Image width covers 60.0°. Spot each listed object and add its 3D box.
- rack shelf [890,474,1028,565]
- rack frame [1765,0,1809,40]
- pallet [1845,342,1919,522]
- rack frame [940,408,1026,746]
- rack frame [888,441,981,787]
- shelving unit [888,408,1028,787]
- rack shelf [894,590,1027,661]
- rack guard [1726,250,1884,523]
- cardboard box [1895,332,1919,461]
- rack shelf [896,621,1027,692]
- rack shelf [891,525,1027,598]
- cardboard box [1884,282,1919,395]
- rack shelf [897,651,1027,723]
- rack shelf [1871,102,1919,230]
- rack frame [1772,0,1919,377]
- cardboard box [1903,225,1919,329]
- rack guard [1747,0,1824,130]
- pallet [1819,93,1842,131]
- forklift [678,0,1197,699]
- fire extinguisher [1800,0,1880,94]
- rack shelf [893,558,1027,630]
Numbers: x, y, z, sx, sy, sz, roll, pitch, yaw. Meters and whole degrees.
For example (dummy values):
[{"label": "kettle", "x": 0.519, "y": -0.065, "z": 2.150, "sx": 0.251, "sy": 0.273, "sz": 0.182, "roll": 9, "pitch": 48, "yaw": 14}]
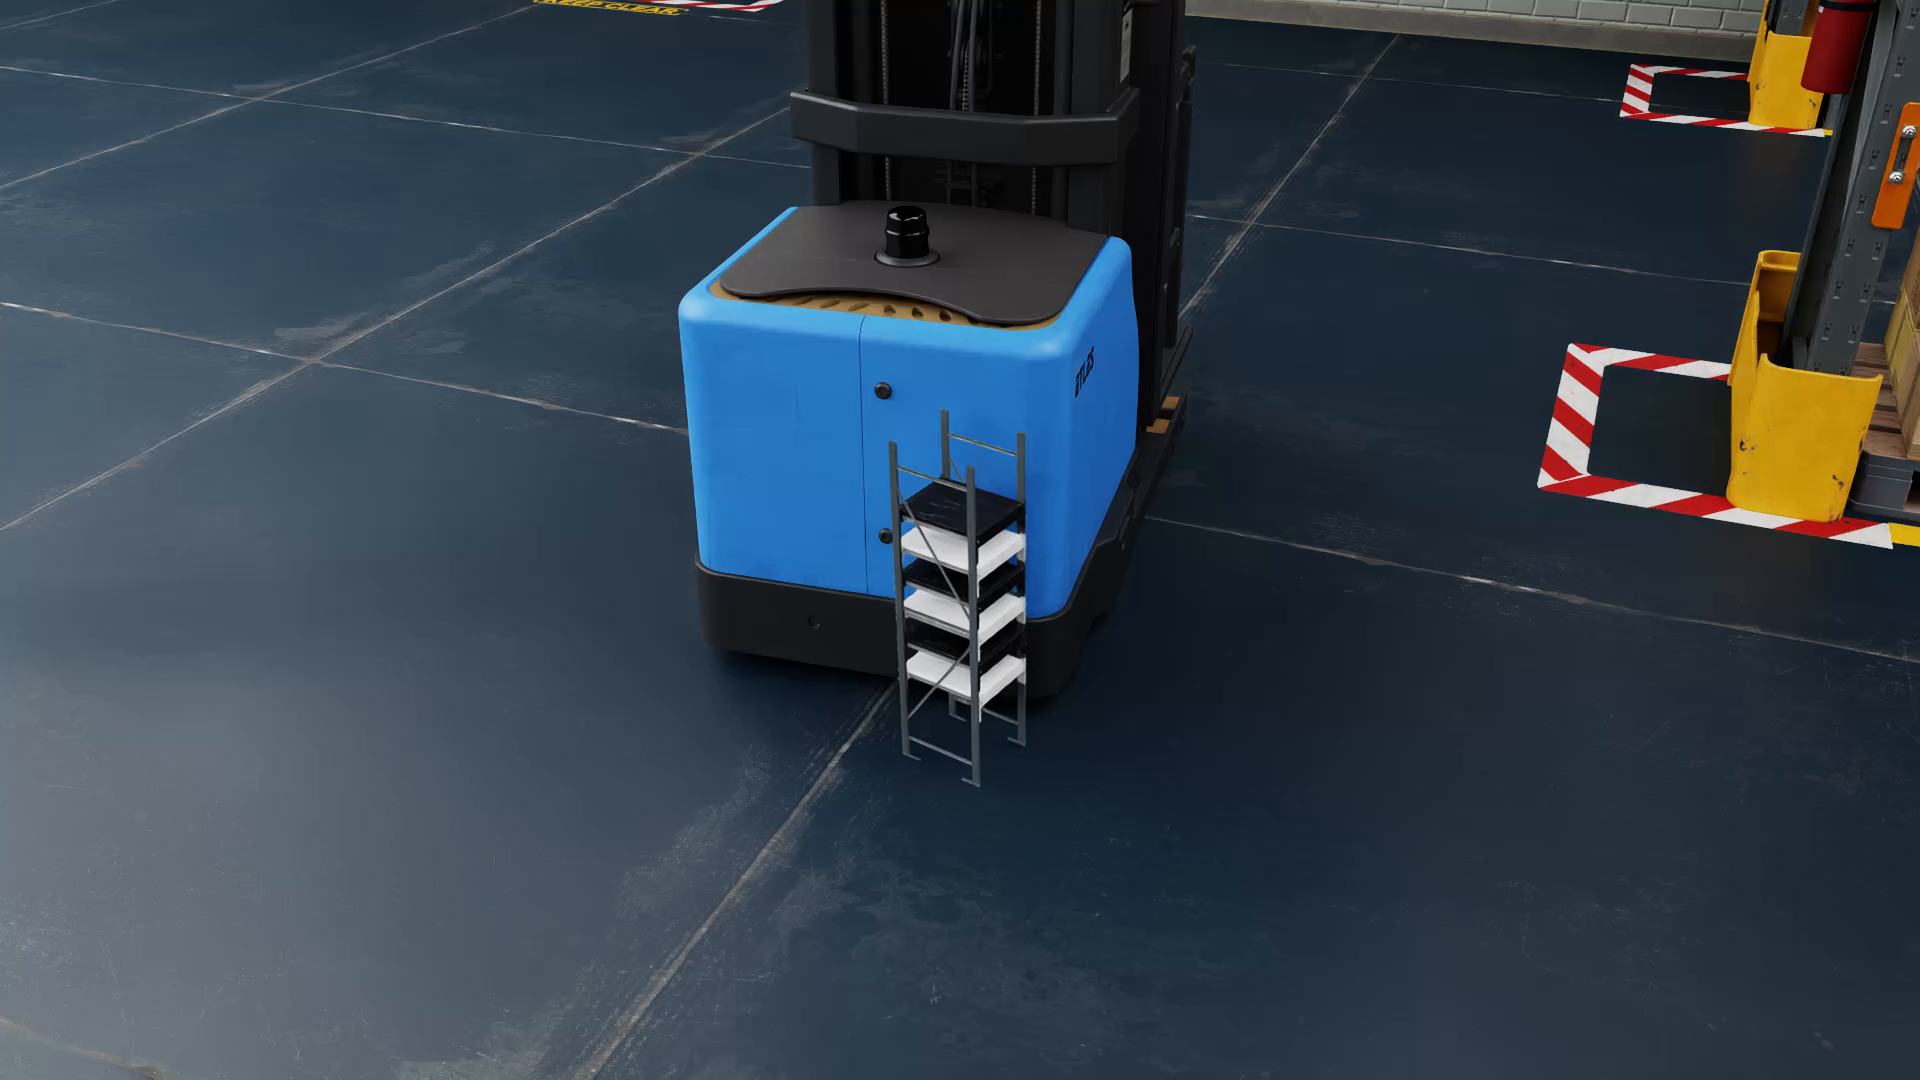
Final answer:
[{"label": "rack shelf", "x": -0.002, "y": -0.053, "z": 3.941, "sx": 0.258, "sy": 0.077, "sz": 0.200, "roll": 19, "pitch": 36, "yaw": 31}, {"label": "rack frame", "x": 4.769, "y": -3.903, "z": 9.107, "sx": 0.127, "sy": 3.000, "sz": 1.000, "roll": 11, "pitch": 31, "yaw": 19}, {"label": "pallet", "x": 3.635, "y": -0.308, "z": 5.580, "sx": 1.213, "sy": 0.211, "sz": 1.003, "roll": 11, "pitch": 31, "yaw": 19}, {"label": "rack frame", "x": 0.061, "y": 0.109, "z": 4.131, "sx": 0.240, "sy": 0.900, "sz": 0.006, "roll": 19, "pitch": 36, "yaw": 31}, {"label": "rack frame", "x": -0.057, "y": 0.194, "z": 3.989, "sx": 0.240, "sy": 0.900, "sz": 0.006, "roll": 19, "pitch": 36, "yaw": 31}, {"label": "shelving unit", "x": 0.002, "y": 0.152, "z": 4.060, "sx": 0.258, "sy": 0.900, "sz": 0.210, "roll": 19, "pitch": 36, "yaw": 31}, {"label": "rack shelf", "x": 0.003, "y": 0.181, "z": 4.077, "sx": 0.258, "sy": 0.077, "sz": 0.200, "roll": 19, "pitch": 36, "yaw": 31}, {"label": "rack guard", "x": 2.888, "y": -0.560, "z": 5.733, "sx": 0.348, "sy": 0.500, "sz": 1.175, "roll": 11, "pitch": 31, "yaw": 19}, {"label": "cardboard box", "x": 3.324, "y": -0.429, "z": 5.328, "sx": 0.500, "sy": 0.250, "sz": 0.500, "roll": 11, "pitch": 31, "yaw": 19}, {"label": "rack shelf", "x": 0.005, "y": 0.258, "z": 4.122, "sx": 0.258, "sy": 0.077, "sz": 0.200, "roll": 19, "pitch": 36, "yaw": 31}, {"label": "rack shelf", "x": -0.001, "y": 0.025, "z": 3.986, "sx": 0.258, "sy": 0.077, "sz": 0.200, "roll": 19, "pitch": 36, "yaw": 31}, {"label": "cardboard box", "x": 3.518, "y": -0.665, "z": 5.746, "sx": 0.500, "sy": 0.250, "sz": 0.500, "roll": 11, "pitch": 31, "yaw": 19}, {"label": "rack shelf", "x": 0.006, "y": 0.336, "z": 4.167, "sx": 0.258, "sy": 0.077, "sz": 0.200, "roll": 19, "pitch": 36, "yaw": 31}, {"label": "rack shelf", "x": 4.764, "y": -0.961, "z": 4.632, "sx": 4.000, "sy": 0.370, "sz": 1.077, "roll": 11, "pitch": 31, "yaw": 19}, {"label": "rack frame", "x": 2.910, "y": -1.644, "z": 5.110, "sx": 0.127, "sy": 3.000, "sz": 1.000, "roll": 11, "pitch": 31, "yaw": 19}, {"label": "cardboard box", "x": 3.519, "y": -0.993, "z": 5.563, "sx": 0.500, "sy": 0.500, "sz": 0.500, "roll": 11, "pitch": 31, "yaw": 19}, {"label": "rack guard", "x": 4.840, "y": -2.801, "z": 9.698, "sx": 0.348, "sy": 0.500, "sz": 1.175, "roll": 11, "pitch": 31, "yaw": 19}, {"label": "pallet", "x": 5.579, "y": -2.509, "z": 9.474, "sx": 1.213, "sy": 0.211, "sz": 1.003, "roll": 11, "pitch": 31, "yaw": 19}, {"label": "forklift", "x": 0.172, "y": -1.571, "z": 5.051, "sx": 1.130, "sy": 2.935, "sz": 3.031, "roll": 8, "pitch": 30, "yaw": 14}, {"label": "fire extinguisher", "x": 2.976, "y": -1.844, "z": 5.543, "sx": 0.183, "sy": 0.674, "sz": 0.296, "roll": 11, "pitch": 31, "yaw": 19}, {"label": "rack shelf", "x": 0.001, "y": 0.103, "z": 4.032, "sx": 0.258, "sy": 0.077, "sz": 0.200, "roll": 19, "pitch": 36, "yaw": 31}]
